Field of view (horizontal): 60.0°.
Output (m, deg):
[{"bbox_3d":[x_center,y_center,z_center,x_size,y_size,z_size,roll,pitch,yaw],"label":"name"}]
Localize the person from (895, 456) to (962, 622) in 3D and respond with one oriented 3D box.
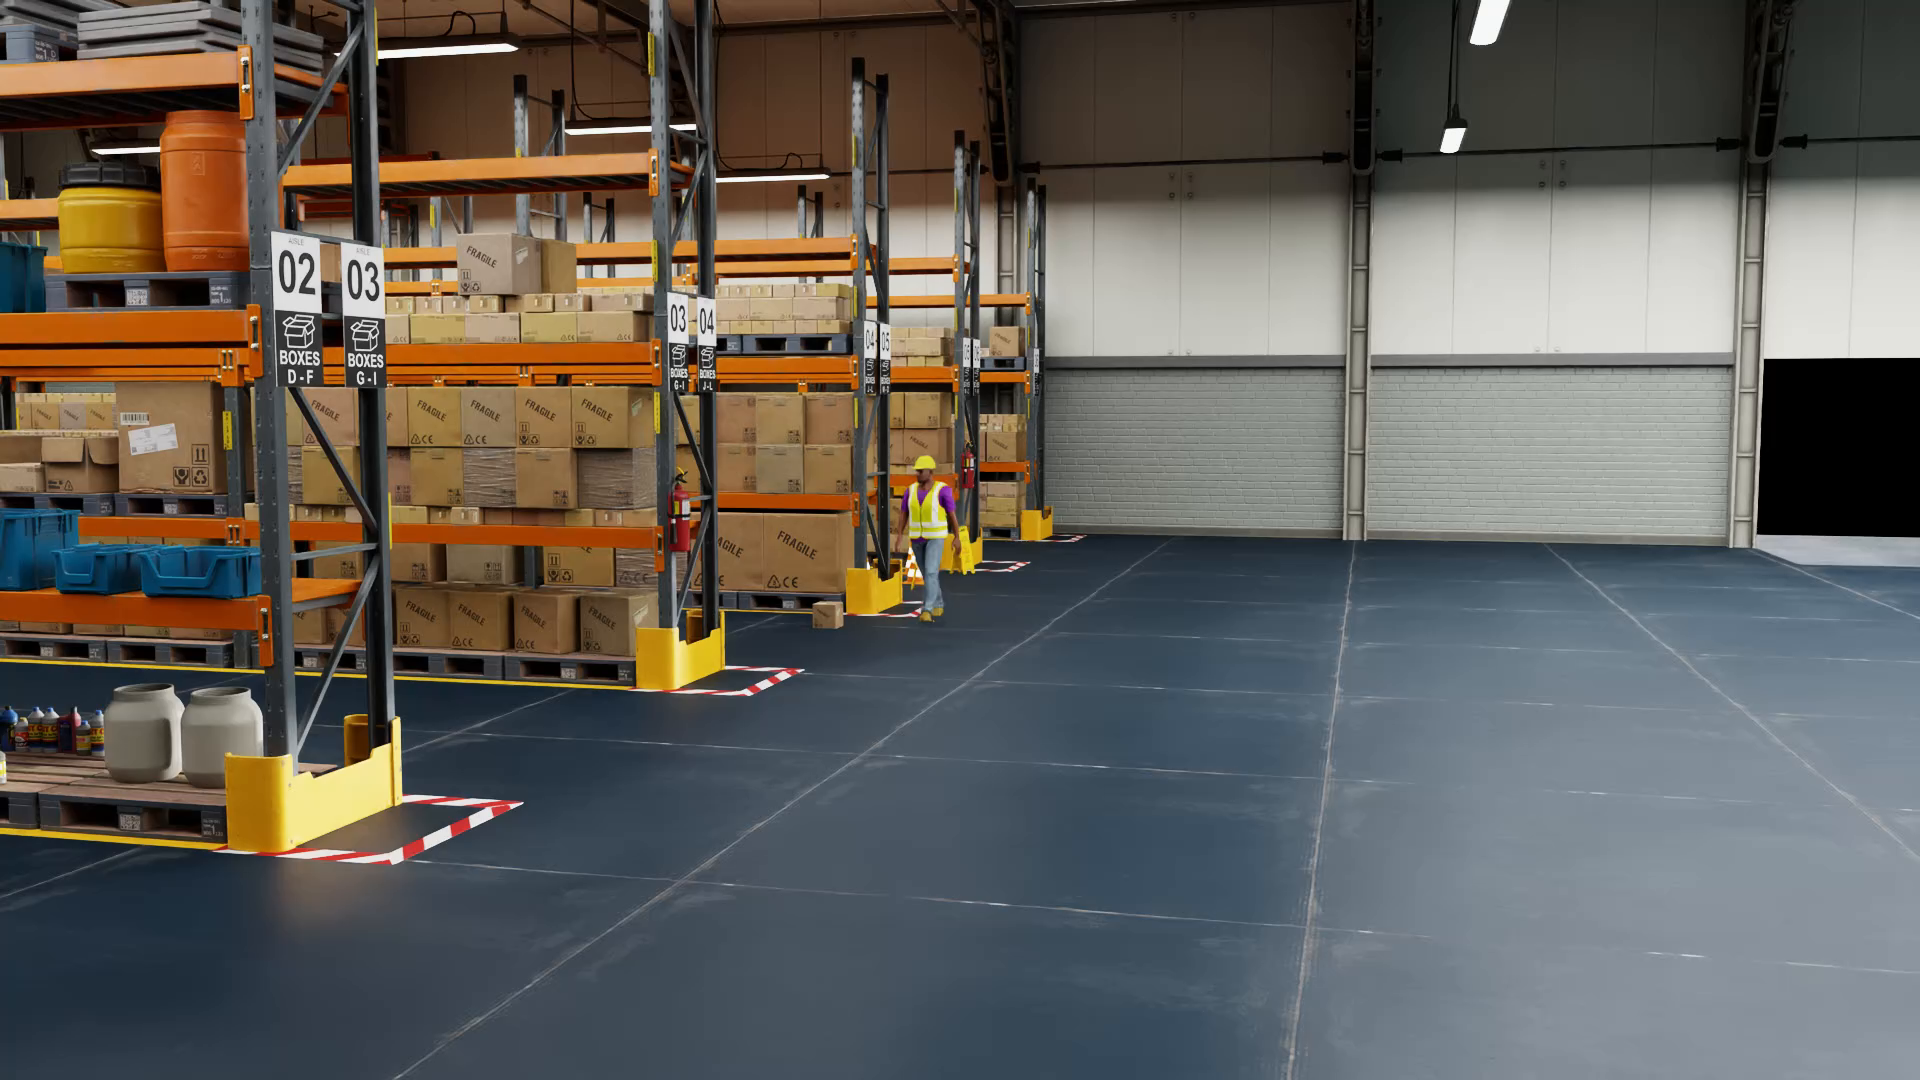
[{"bbox_3d":[-0.378,-0.021,17.423,0.627,1.715,0.953,3,5,28],"label":"person"}]
